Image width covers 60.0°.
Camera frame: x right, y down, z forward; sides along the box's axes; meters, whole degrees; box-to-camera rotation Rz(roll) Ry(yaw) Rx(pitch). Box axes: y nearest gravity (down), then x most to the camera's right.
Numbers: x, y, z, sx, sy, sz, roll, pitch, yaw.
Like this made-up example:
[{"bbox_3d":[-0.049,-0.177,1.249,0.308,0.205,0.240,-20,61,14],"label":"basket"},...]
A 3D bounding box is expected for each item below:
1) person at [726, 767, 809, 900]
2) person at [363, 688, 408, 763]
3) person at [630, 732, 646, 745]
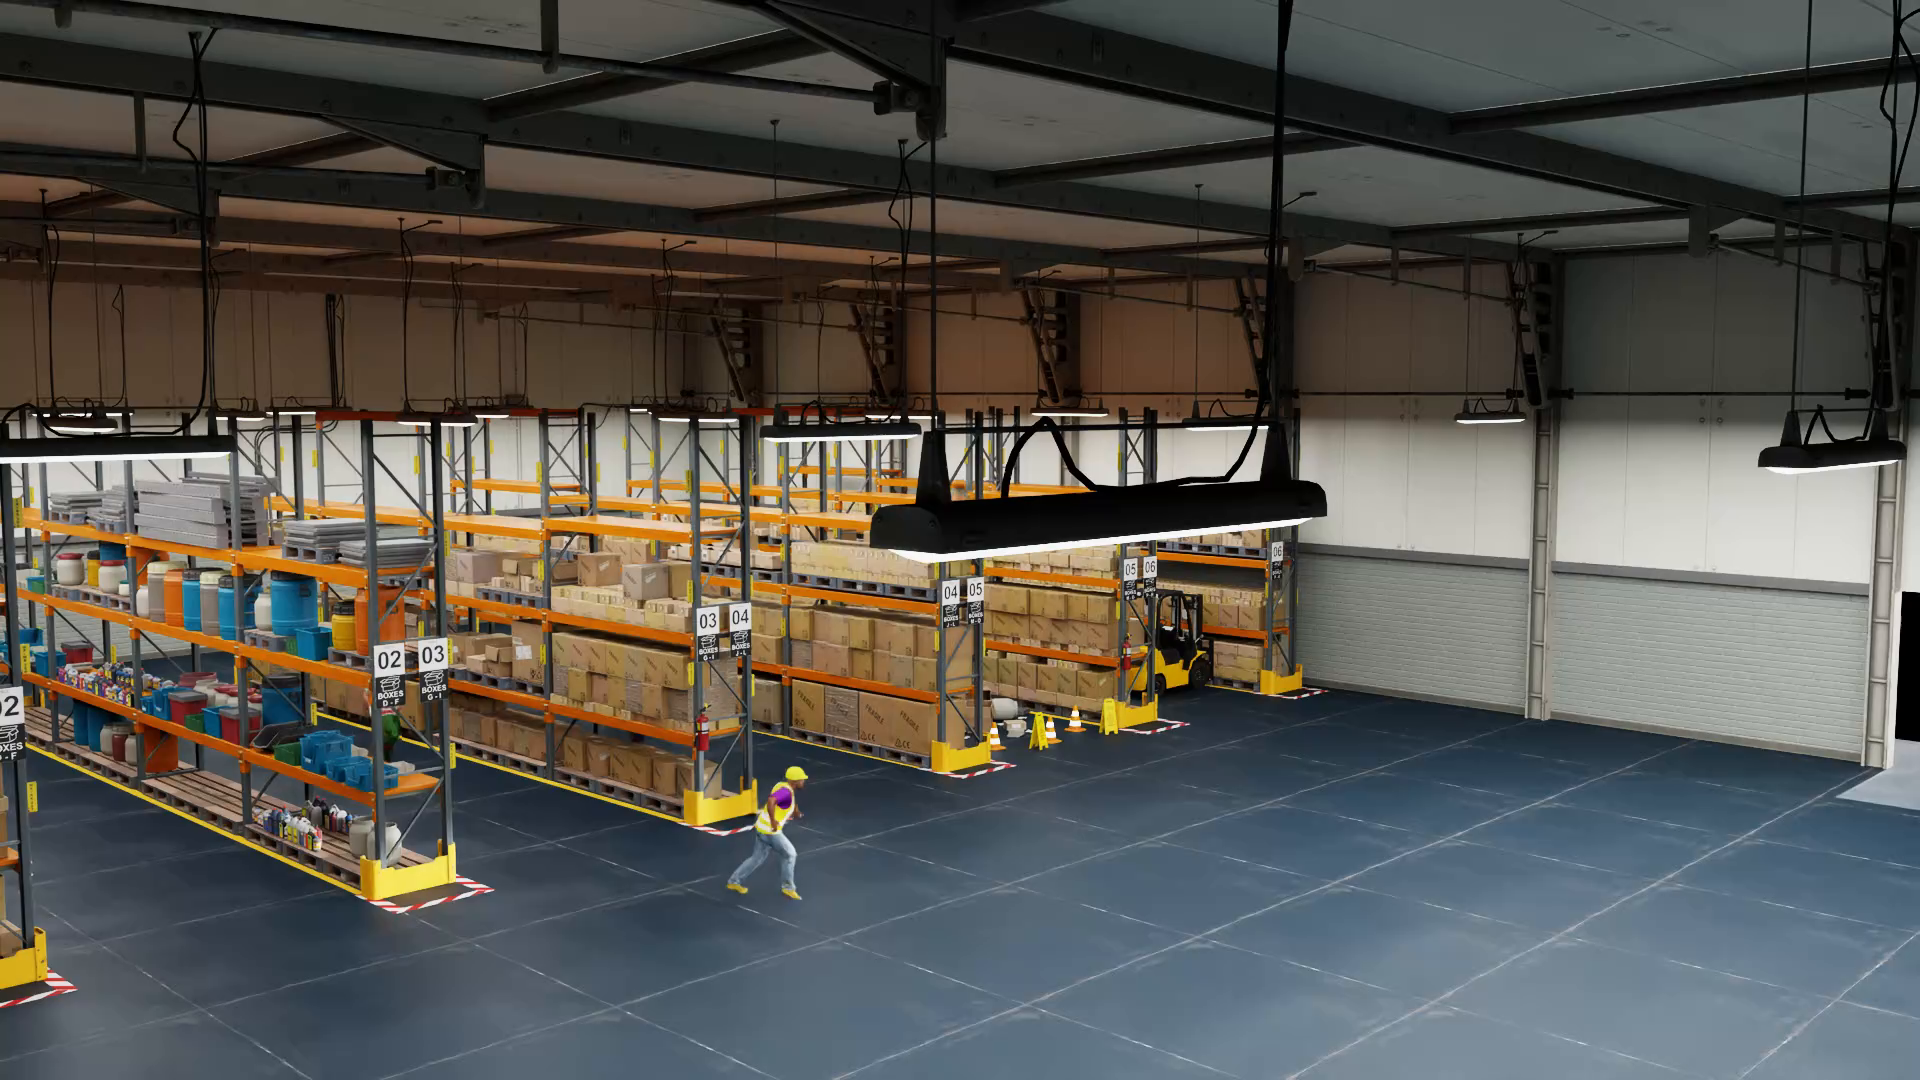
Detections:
[{"bbox_3d":[-2.396,3.691,20.701,1.041,1.719,0.752,-1,5,-11],"label":"person"},{"bbox_3d":[-9.597,2.960,27.997,0.697,1.783,0.649,3,6,32],"label":"person"},{"bbox_3d":[-5.535,2.988,29.467,0.823,1.482,0.643,2,5,21],"label":"person"}]
